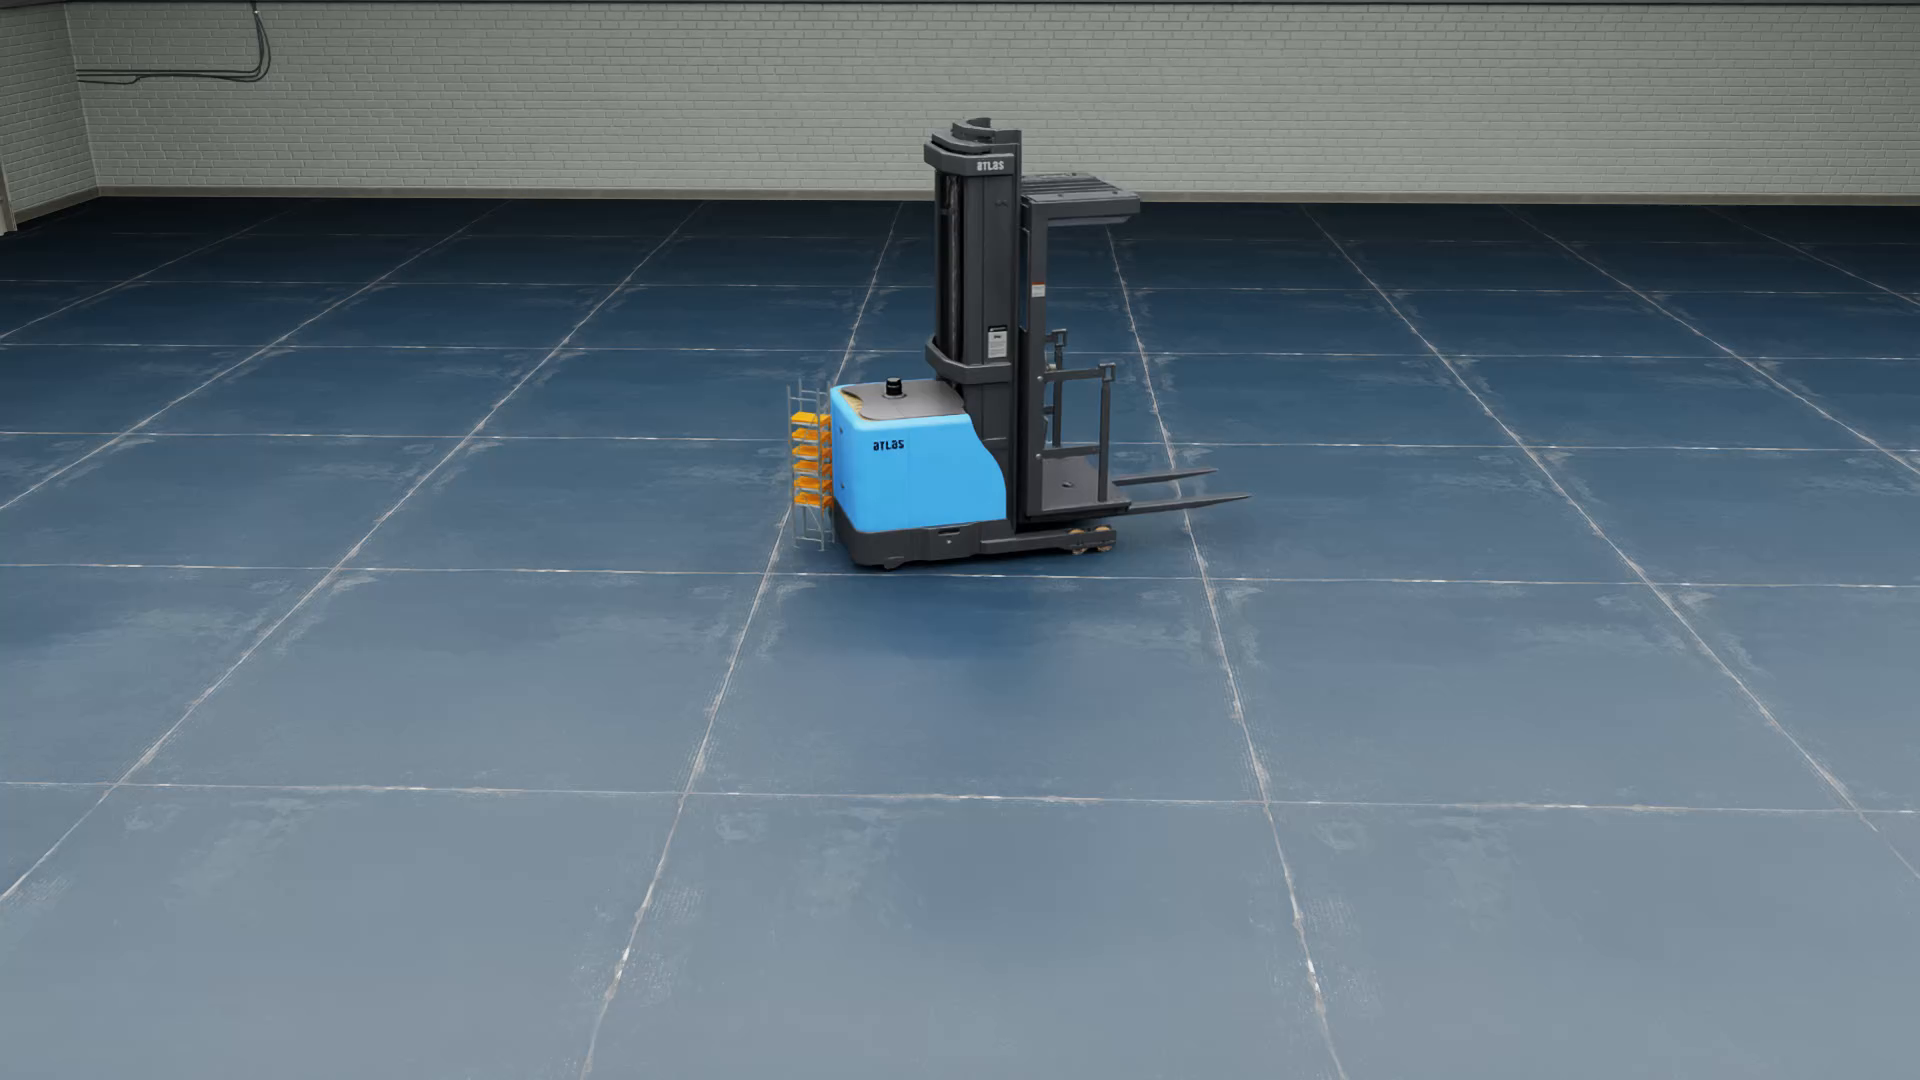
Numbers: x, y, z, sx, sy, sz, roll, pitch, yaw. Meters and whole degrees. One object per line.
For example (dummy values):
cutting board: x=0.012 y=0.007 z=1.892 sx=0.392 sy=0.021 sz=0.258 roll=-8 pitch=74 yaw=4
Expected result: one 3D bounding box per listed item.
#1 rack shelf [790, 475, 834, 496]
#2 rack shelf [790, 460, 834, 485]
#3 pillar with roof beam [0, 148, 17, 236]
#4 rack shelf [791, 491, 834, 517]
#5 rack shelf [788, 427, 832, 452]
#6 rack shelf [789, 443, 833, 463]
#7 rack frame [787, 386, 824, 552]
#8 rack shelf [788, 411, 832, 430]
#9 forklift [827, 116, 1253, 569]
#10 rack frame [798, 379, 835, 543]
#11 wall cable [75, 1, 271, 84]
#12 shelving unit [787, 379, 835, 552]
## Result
rack shelf: x=-1.046 y=-0.368 z=11.771 sx=0.258 sy=0.103 sz=0.180 roll=8 pitch=23 yaw=18
rack shelf: x=-1.046 y=-0.479 z=11.727 sx=0.258 sy=0.103 sz=0.180 roll=8 pitch=23 yaw=18
pillar with roof beam: x=-8.975 y=-8.392 z=21.217 sx=9.100 sy=9.000 sz=0.400 roll=1 pitch=21 yaw=2
rack shelf: x=-1.047 y=-0.256 z=11.815 sx=0.258 sy=0.103 sz=0.180 roll=8 pitch=23 yaw=18
rack shelf: x=-1.046 y=-0.703 z=11.639 sx=0.258 sy=0.103 sz=0.180 roll=8 pitch=23 yaw=18
rack shelf: x=-1.046 y=-0.591 z=11.683 sx=0.258 sy=0.103 sz=0.180 roll=8 pitch=23 yaw=18
rack frame: x=-1.077 y=-0.489 z=11.630 sx=0.240 sy=1.200 sz=0.006 roll=8 pitch=23 yaw=18
rack shelf: x=-1.046 y=-0.815 z=11.595 sx=0.258 sy=0.103 sz=0.180 roll=8 pitch=23 yaw=18
forklift: x=0.613 y=-1.450 z=11.714 sx=3.031 sy=2.935 sz=1.130 roll=-6 pitch=22 yaw=-15
rack frame: x=-1.015 y=-0.552 z=11.791 sx=0.240 sy=1.200 sz=0.006 roll=8 pitch=23 yaw=18
wall cable: x=-11.867 y=-8.042 z=24.609 sx=3.097 sy=2.526 sz=0.112 roll=1 pitch=21 yaw=2
shelving unit: x=-1.046 y=-0.521 z=11.711 sx=0.258 sy=1.200 sz=0.189 roll=8 pitch=23 yaw=18
